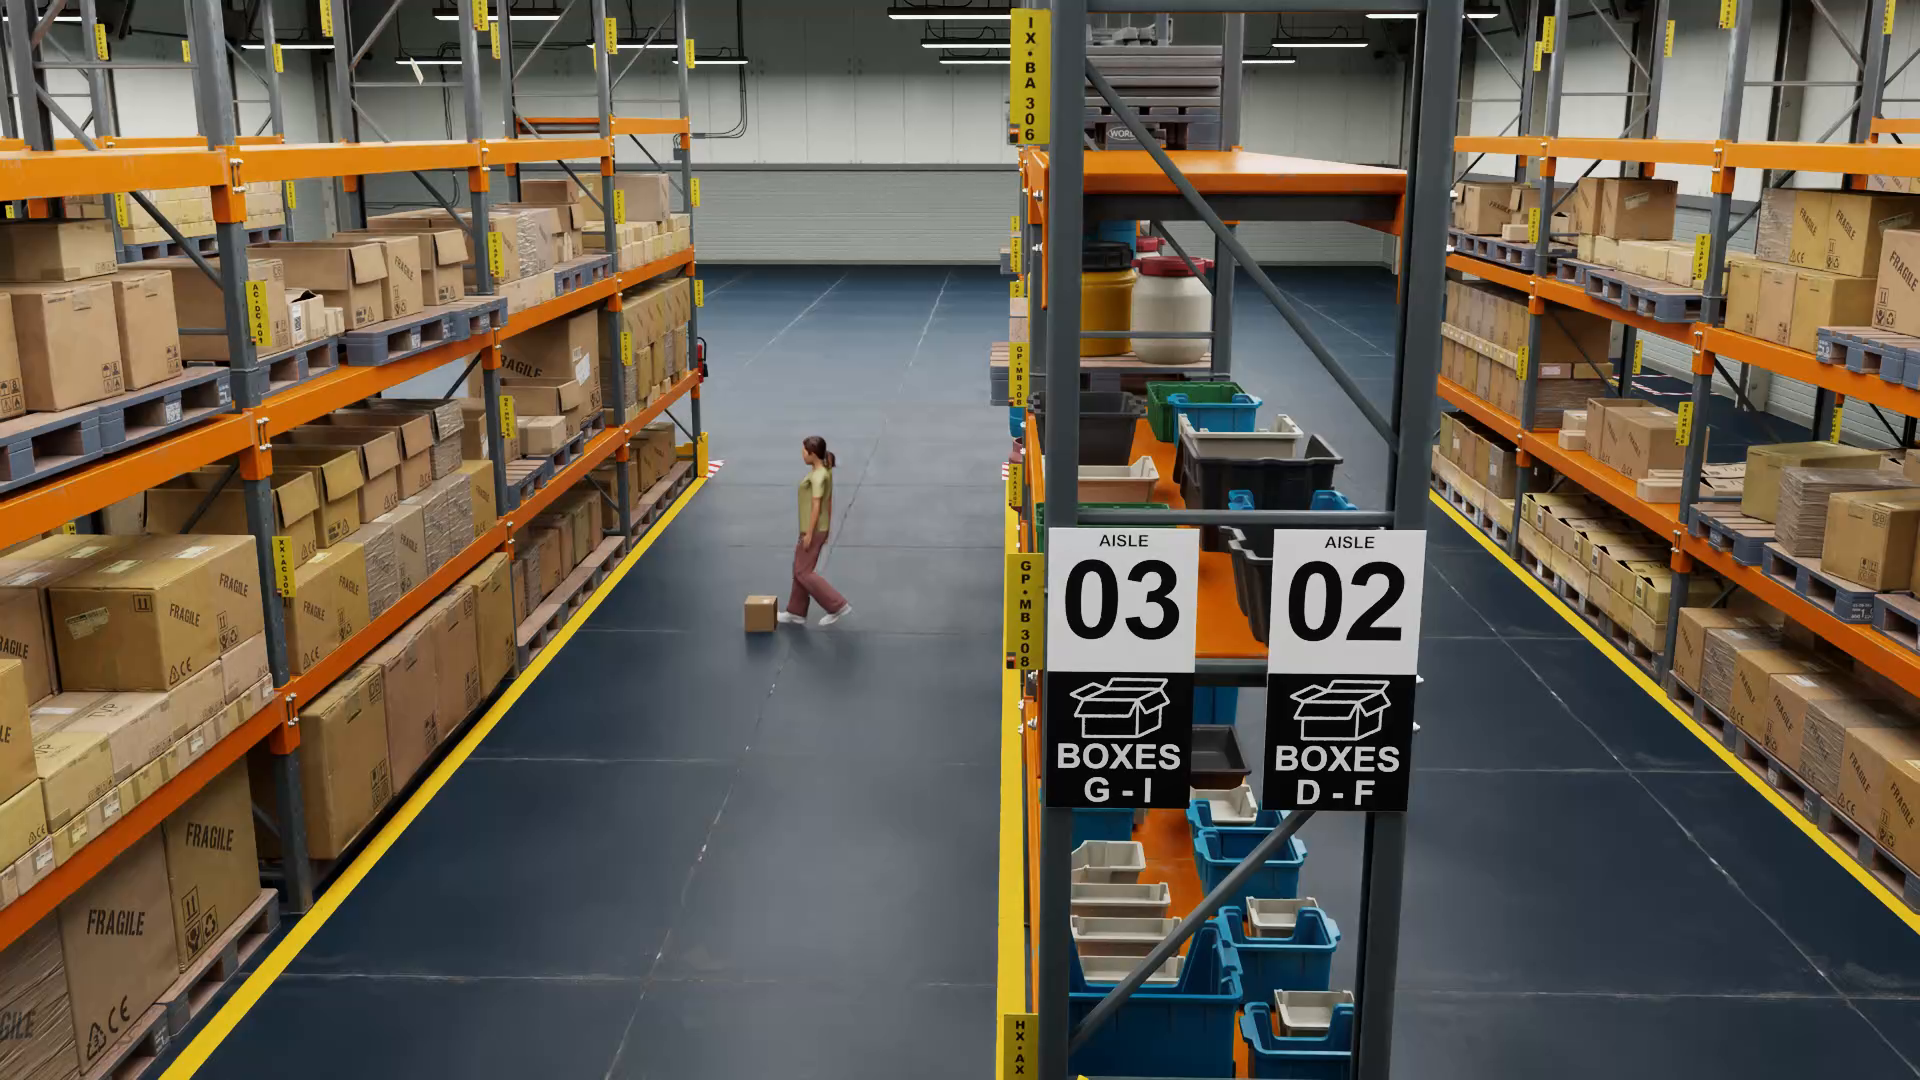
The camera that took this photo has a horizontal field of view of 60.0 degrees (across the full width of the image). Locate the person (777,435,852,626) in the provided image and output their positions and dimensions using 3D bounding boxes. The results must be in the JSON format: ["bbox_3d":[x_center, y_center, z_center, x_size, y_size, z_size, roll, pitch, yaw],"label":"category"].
[{"bbox_3d":[-1.281,-0.070,14.214,0.719,1.665,0.472,0,14,2],"label":"person"}]
